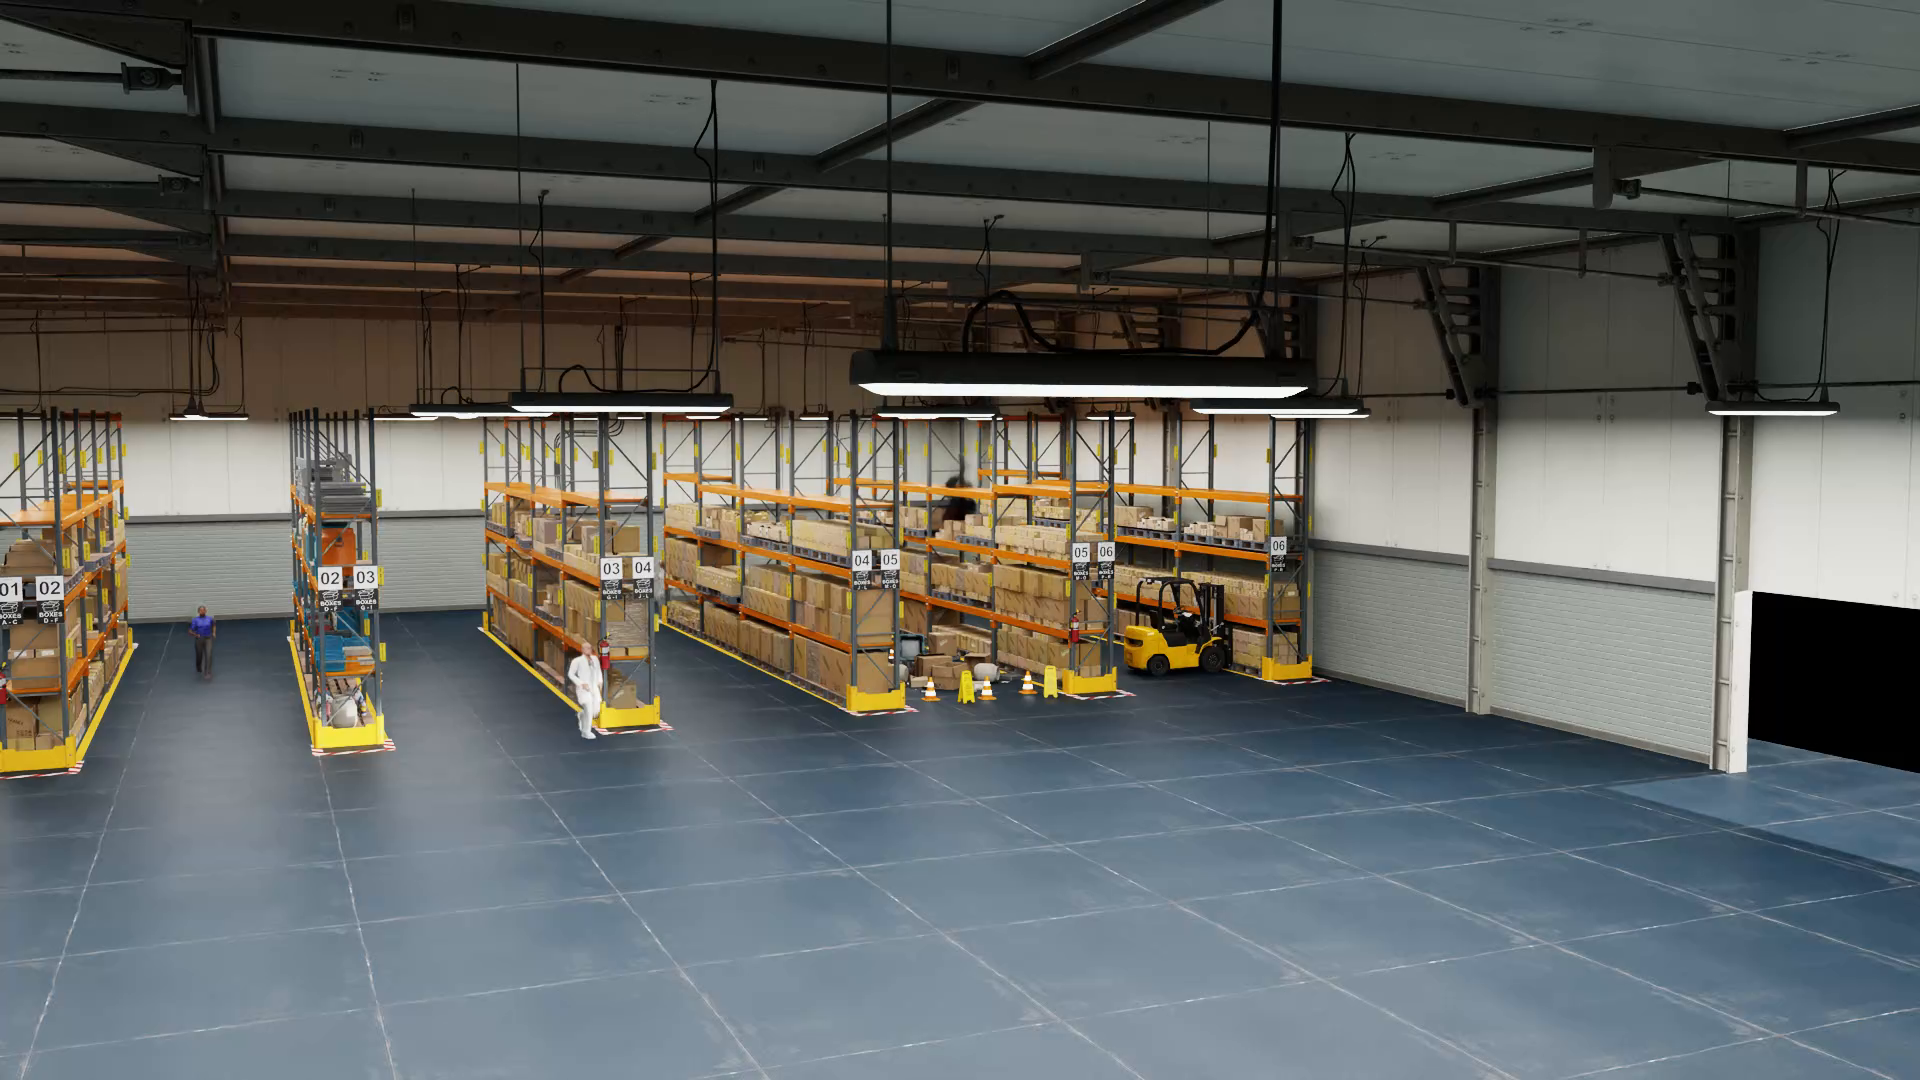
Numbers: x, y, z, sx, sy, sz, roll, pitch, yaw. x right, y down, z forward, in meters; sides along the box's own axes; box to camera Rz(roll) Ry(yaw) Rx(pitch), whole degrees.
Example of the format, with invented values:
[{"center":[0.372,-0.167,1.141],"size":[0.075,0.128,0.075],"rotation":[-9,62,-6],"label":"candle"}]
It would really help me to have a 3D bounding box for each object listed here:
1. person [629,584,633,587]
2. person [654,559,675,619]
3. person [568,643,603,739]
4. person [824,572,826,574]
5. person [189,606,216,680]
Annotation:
[{"center":[-9.435,1.510,48.610],"size":[0.842,1.639,0.680],"rotation":[-3,5,-41],"label":"person"},{"center":[-8.642,1.419,48.957],"size":[0.837,1.805,0.691],"rotation":[-2,4,-21],"label":"person"},{"center":[-6.816,2.736,30.360],"size":[0.607,1.738,0.741],"rotation":[3,5,40],"label":"person"},{"center":[-4.125,1.290,51.297],"size":[0.621,1.732,0.759],"rotation":[1,4,9],"label":"person"},{"center":[-16.977,2.288,37.318],"size":[0.586,1.645,0.882],"rotation":[-3,5,-34],"label":"person"}]
